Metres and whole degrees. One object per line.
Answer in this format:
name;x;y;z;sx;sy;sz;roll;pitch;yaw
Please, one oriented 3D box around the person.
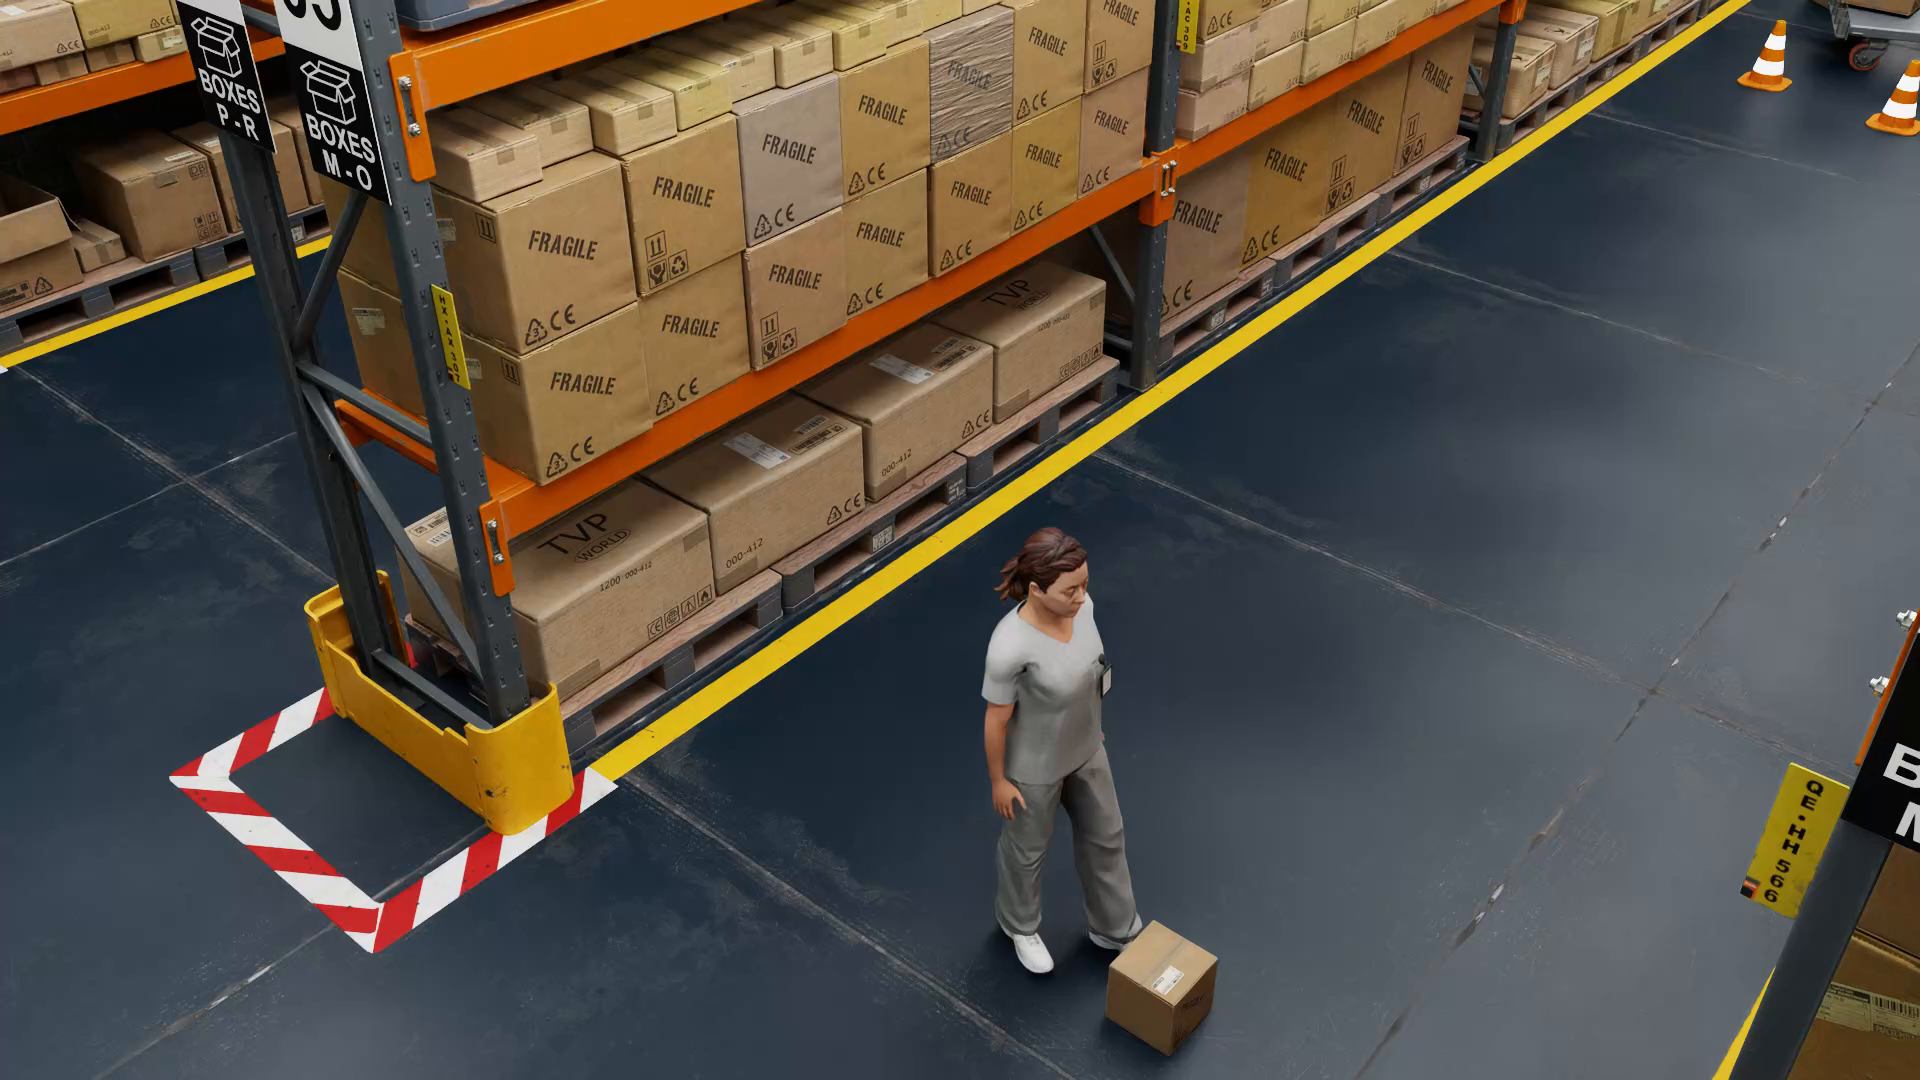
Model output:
person;0.364;0.710;5.115;0.499;1.674;0.608;-30;45;-35
